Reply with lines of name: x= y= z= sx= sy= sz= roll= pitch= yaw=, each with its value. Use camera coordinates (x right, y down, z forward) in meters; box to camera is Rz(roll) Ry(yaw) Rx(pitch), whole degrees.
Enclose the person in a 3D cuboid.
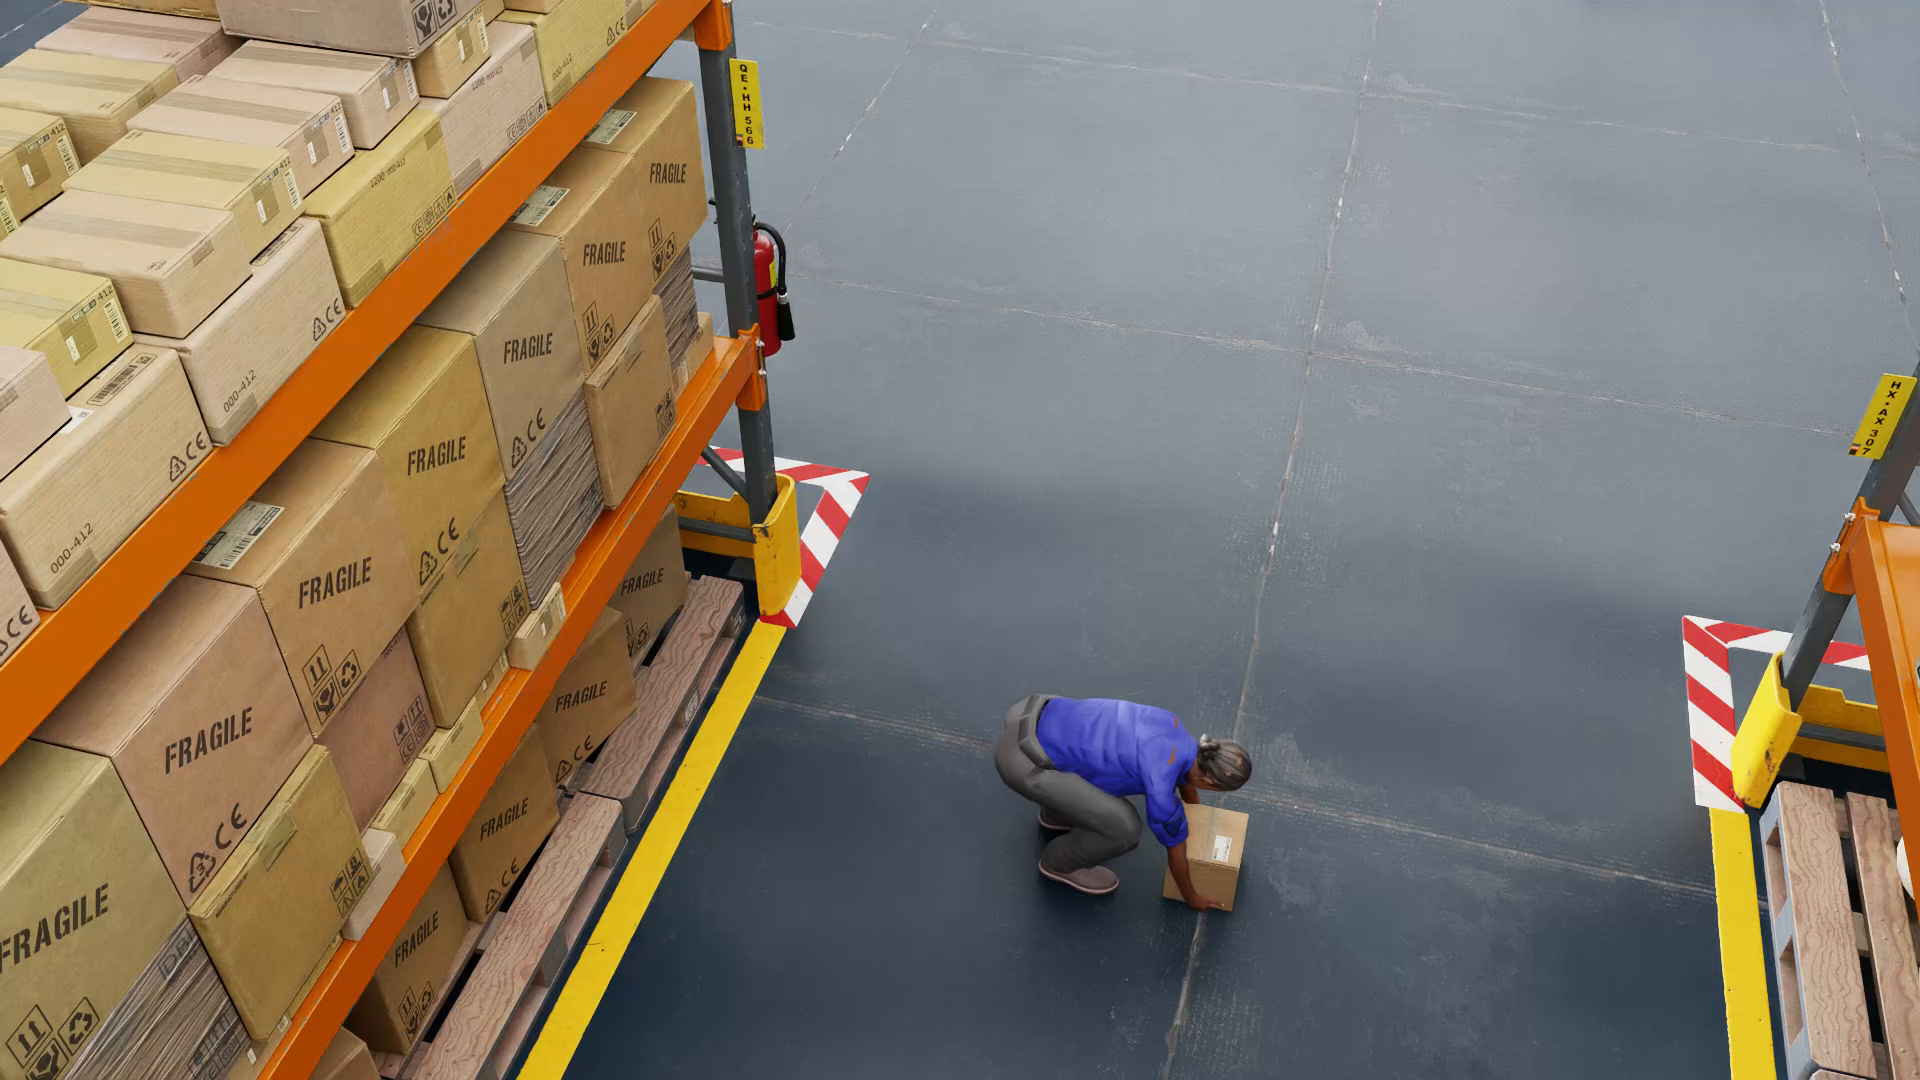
person: x=0.561 y=0.892 z=5.849 sx=0.871 sy=0.775 sz=0.460 roll=9 pitch=42 yaw=10
